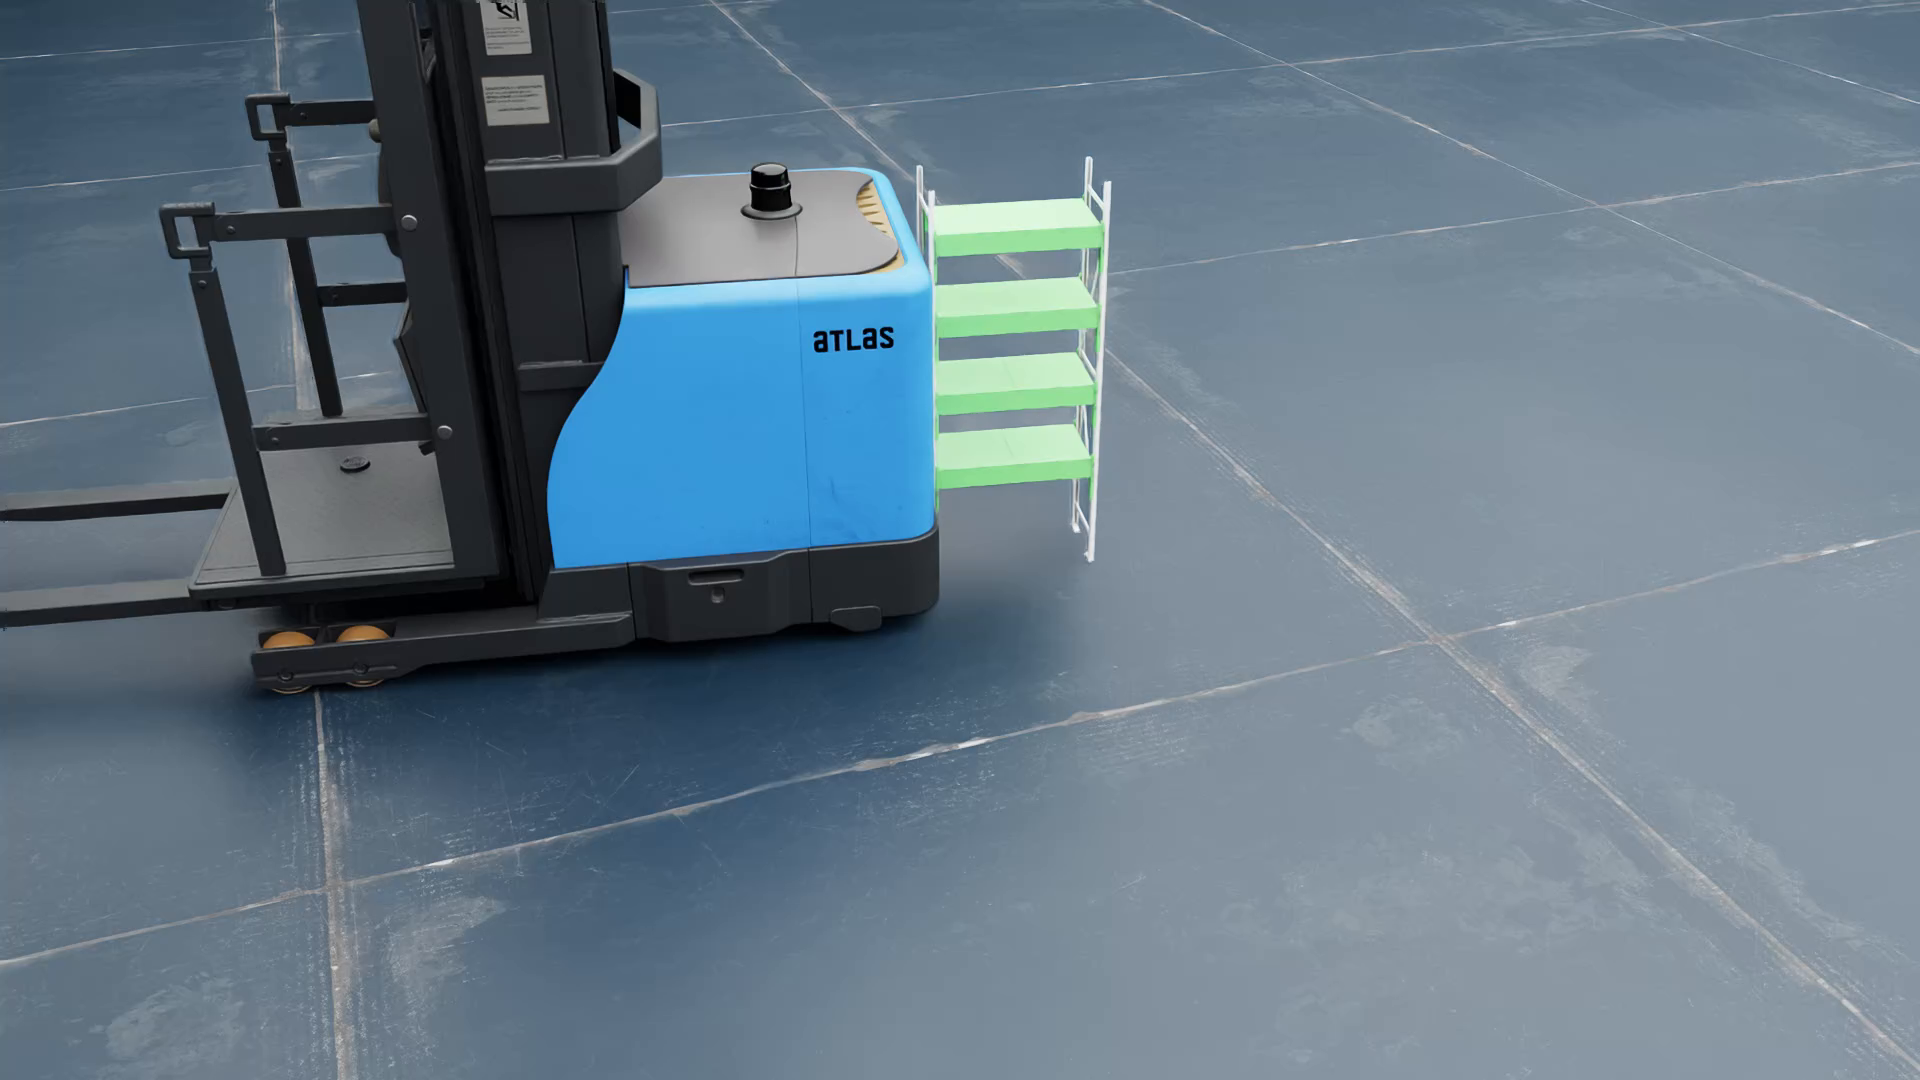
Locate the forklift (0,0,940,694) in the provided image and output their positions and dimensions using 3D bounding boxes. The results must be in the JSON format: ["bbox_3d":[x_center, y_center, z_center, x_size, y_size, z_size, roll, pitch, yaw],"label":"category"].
[{"bbox_3d":[-1.624,-1.138,4.286,3.031,2.935,1.130,-5,30,-8],"label":"forklift"}]

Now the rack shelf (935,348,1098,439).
[{"bbox_3d":[0.145,-0.436,4.933,0.480,0.148,0.258,-5,30,-8],"label":"rack shelf"}]

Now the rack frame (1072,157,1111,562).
[{"bbox_3d":[0.385,-0.512,4.936,0.015,1.200,0.240,-5,30,-8],"label":"rack frame"}]

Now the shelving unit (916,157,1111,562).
[{"bbox_3d":[0.145,-0.492,4.901,0.503,1.200,0.258,-5,30,-8],"label":"shelving unit"}]

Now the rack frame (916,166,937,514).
[{"bbox_3d":[-0.096,-0.472,4.866,0.015,1.200,0.240,-5,30,-8],"label":"rack frame"}]

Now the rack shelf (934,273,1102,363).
[{"bbox_3d":[0.145,-0.645,4.814,0.480,0.148,0.258,-5,30,-8],"label":"rack shelf"}]

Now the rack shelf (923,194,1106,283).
[{"bbox_3d":[0.145,-0.853,4.695,0.480,0.148,0.258,-5,30,-8],"label":"rack shelf"}]

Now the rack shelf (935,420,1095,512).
[{"bbox_3d":[0.145,-0.228,5.051,0.480,0.148,0.258,-5,30,-8],"label":"rack shelf"}]
